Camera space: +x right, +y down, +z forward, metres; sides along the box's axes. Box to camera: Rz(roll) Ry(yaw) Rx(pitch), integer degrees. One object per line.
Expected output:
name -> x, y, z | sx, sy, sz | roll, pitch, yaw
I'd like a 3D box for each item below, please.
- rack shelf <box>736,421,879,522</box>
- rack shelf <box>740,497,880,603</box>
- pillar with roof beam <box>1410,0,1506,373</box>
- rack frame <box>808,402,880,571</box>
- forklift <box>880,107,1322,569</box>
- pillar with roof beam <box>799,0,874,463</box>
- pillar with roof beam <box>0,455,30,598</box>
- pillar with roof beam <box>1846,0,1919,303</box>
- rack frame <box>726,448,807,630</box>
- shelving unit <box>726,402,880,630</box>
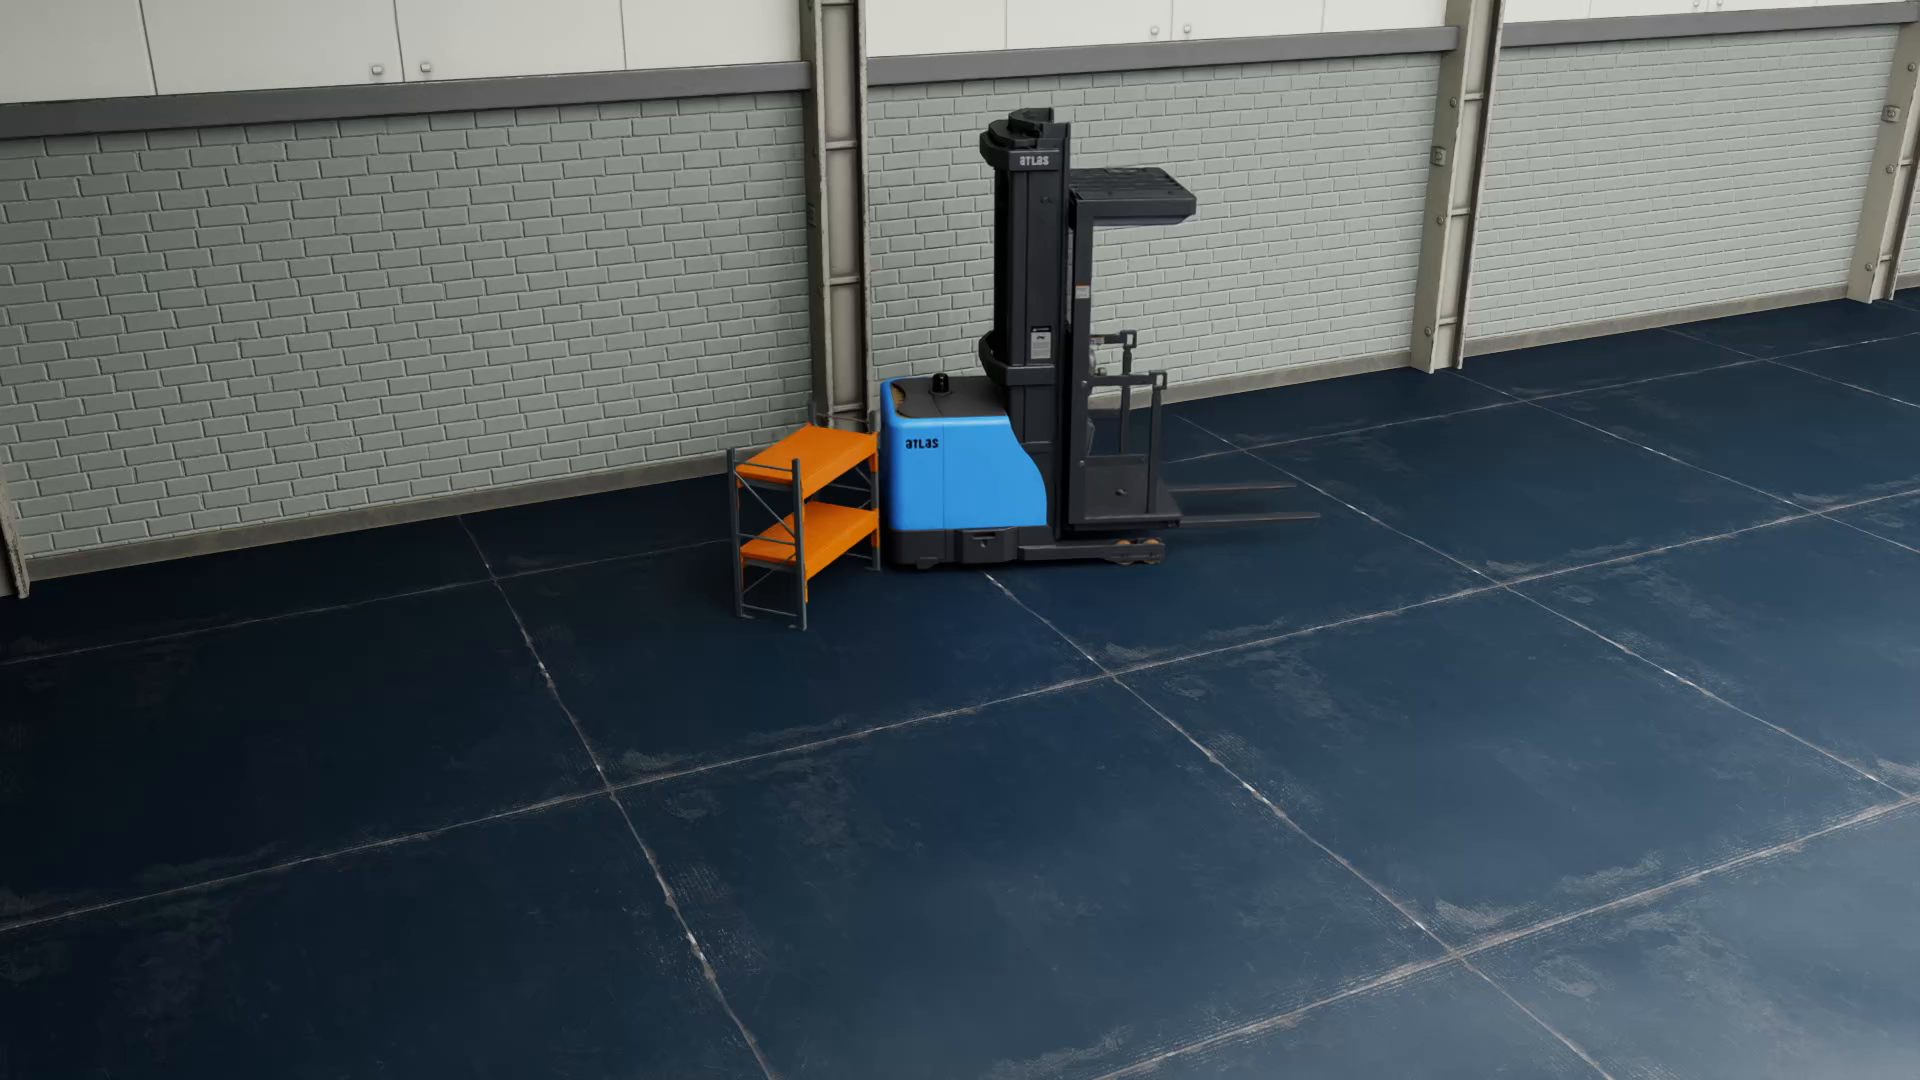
rack shelf -> -0.983, -0.448, 10.596 | 0.538, 0.278, 1.000 | 10, 24, 22
rack shelf -> -0.983, 0.049, 10.801 | 0.538, 0.278, 1.000 | 10, 24, 22
pillar with roof beam -> 6.353, -4.313, 10.403 | 0.400, 9.000, 9.100 | -10, 25, -24
rack frame -> -0.773, -0.354, 11.136 | 0.500, 1.125, 0.032 | 10, 24, 22
forklift -> 0.979, -1.380, 11.251 | 3.031, 2.935, 1.130 | -2, 23, -5
pillar with roof beam -> 0.946, -3.317, 7.998 | 0.400, 9.000, 9.100 | -10, 25, -24
pillar with roof beam -> -4.460, -2.322, 5.594 | 0.400, 9.000, 9.100 | -10, 25, -24
pillar with roof beam -> 11.759, -5.308, 12.807 | 0.400, 9.000, 9.100 | -10, 25, -24
rack frame -> -1.193, 0.000, 10.280 | 0.500, 1.125, 0.032 | 10, 24, 22
shelving unit -> -0.983, -0.177, 10.708 | 0.538, 1.125, 1.048 | 10, 24, 22
